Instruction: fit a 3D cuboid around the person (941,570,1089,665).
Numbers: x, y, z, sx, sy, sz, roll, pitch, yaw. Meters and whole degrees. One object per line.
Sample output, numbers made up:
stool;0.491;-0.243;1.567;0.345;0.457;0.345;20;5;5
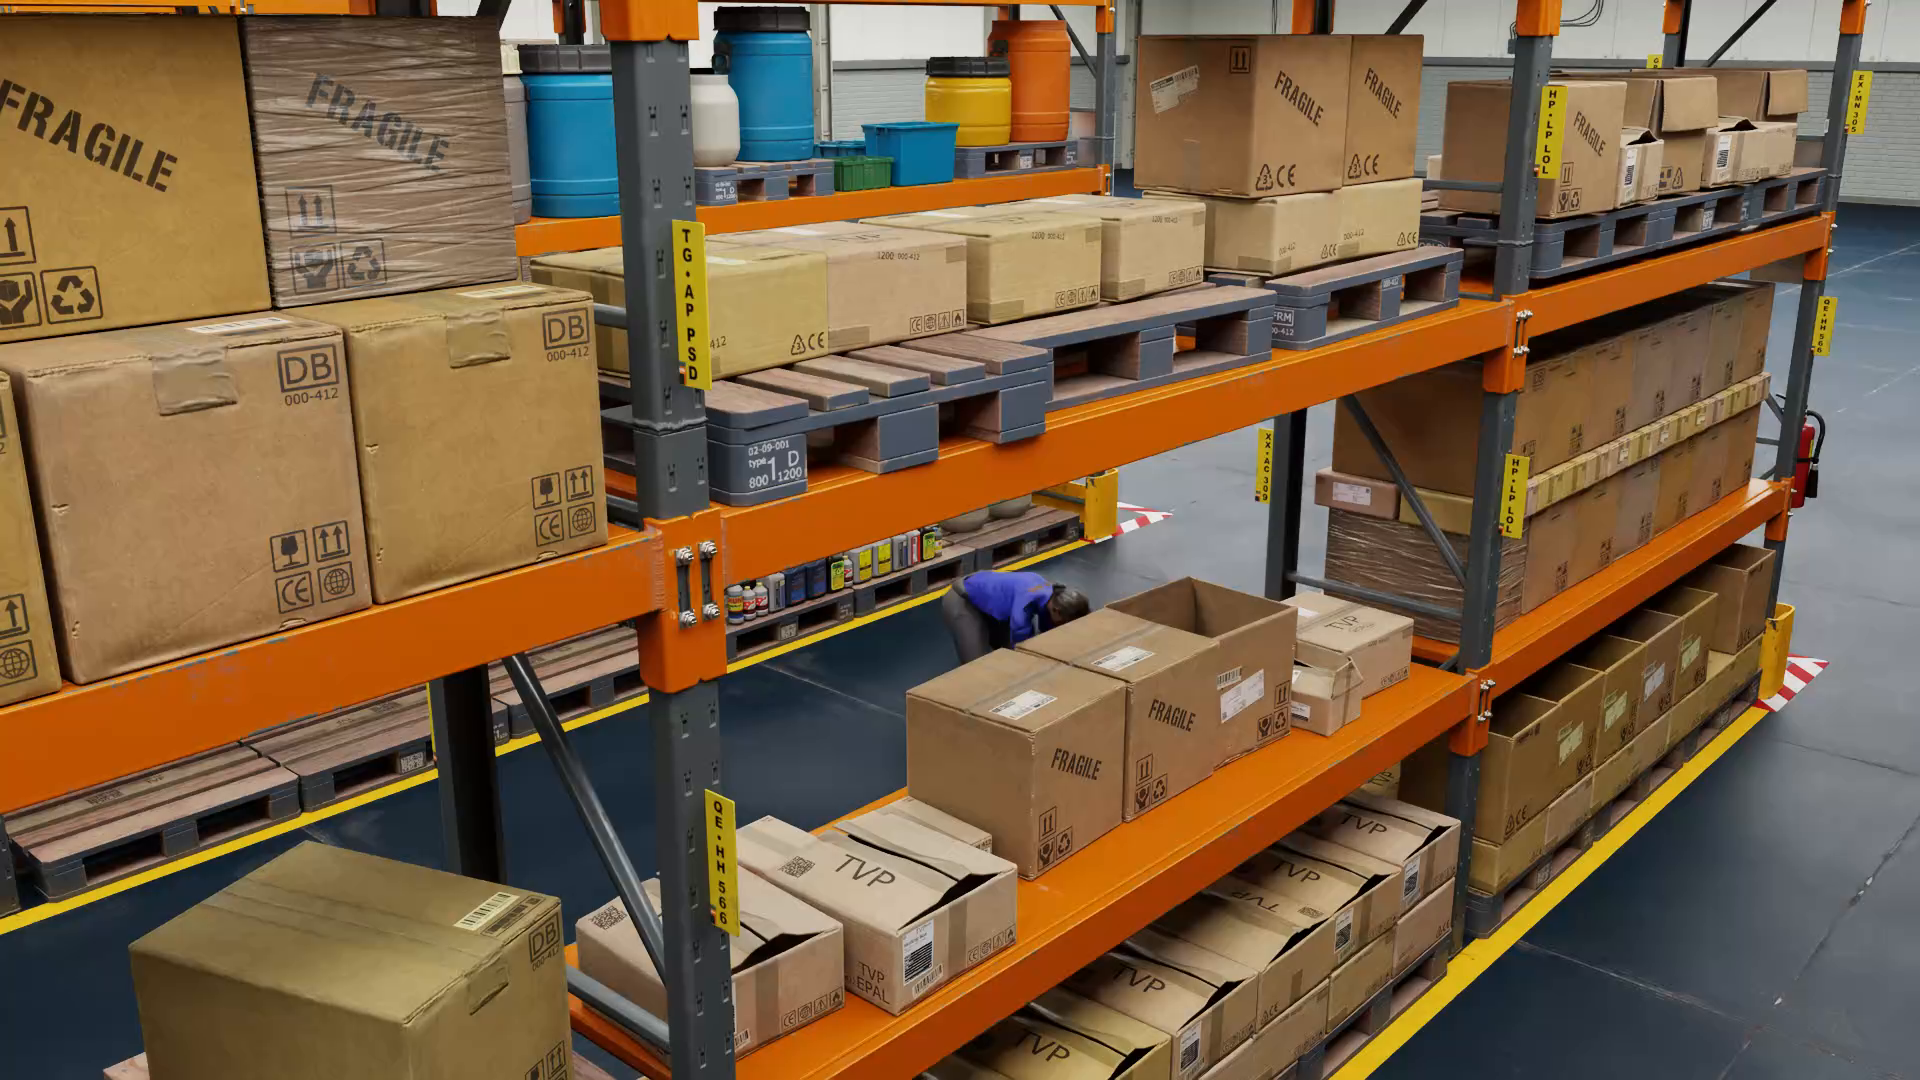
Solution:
person;0.304;0.668;8.941;0.876;1.038;0.429;14;22;38
